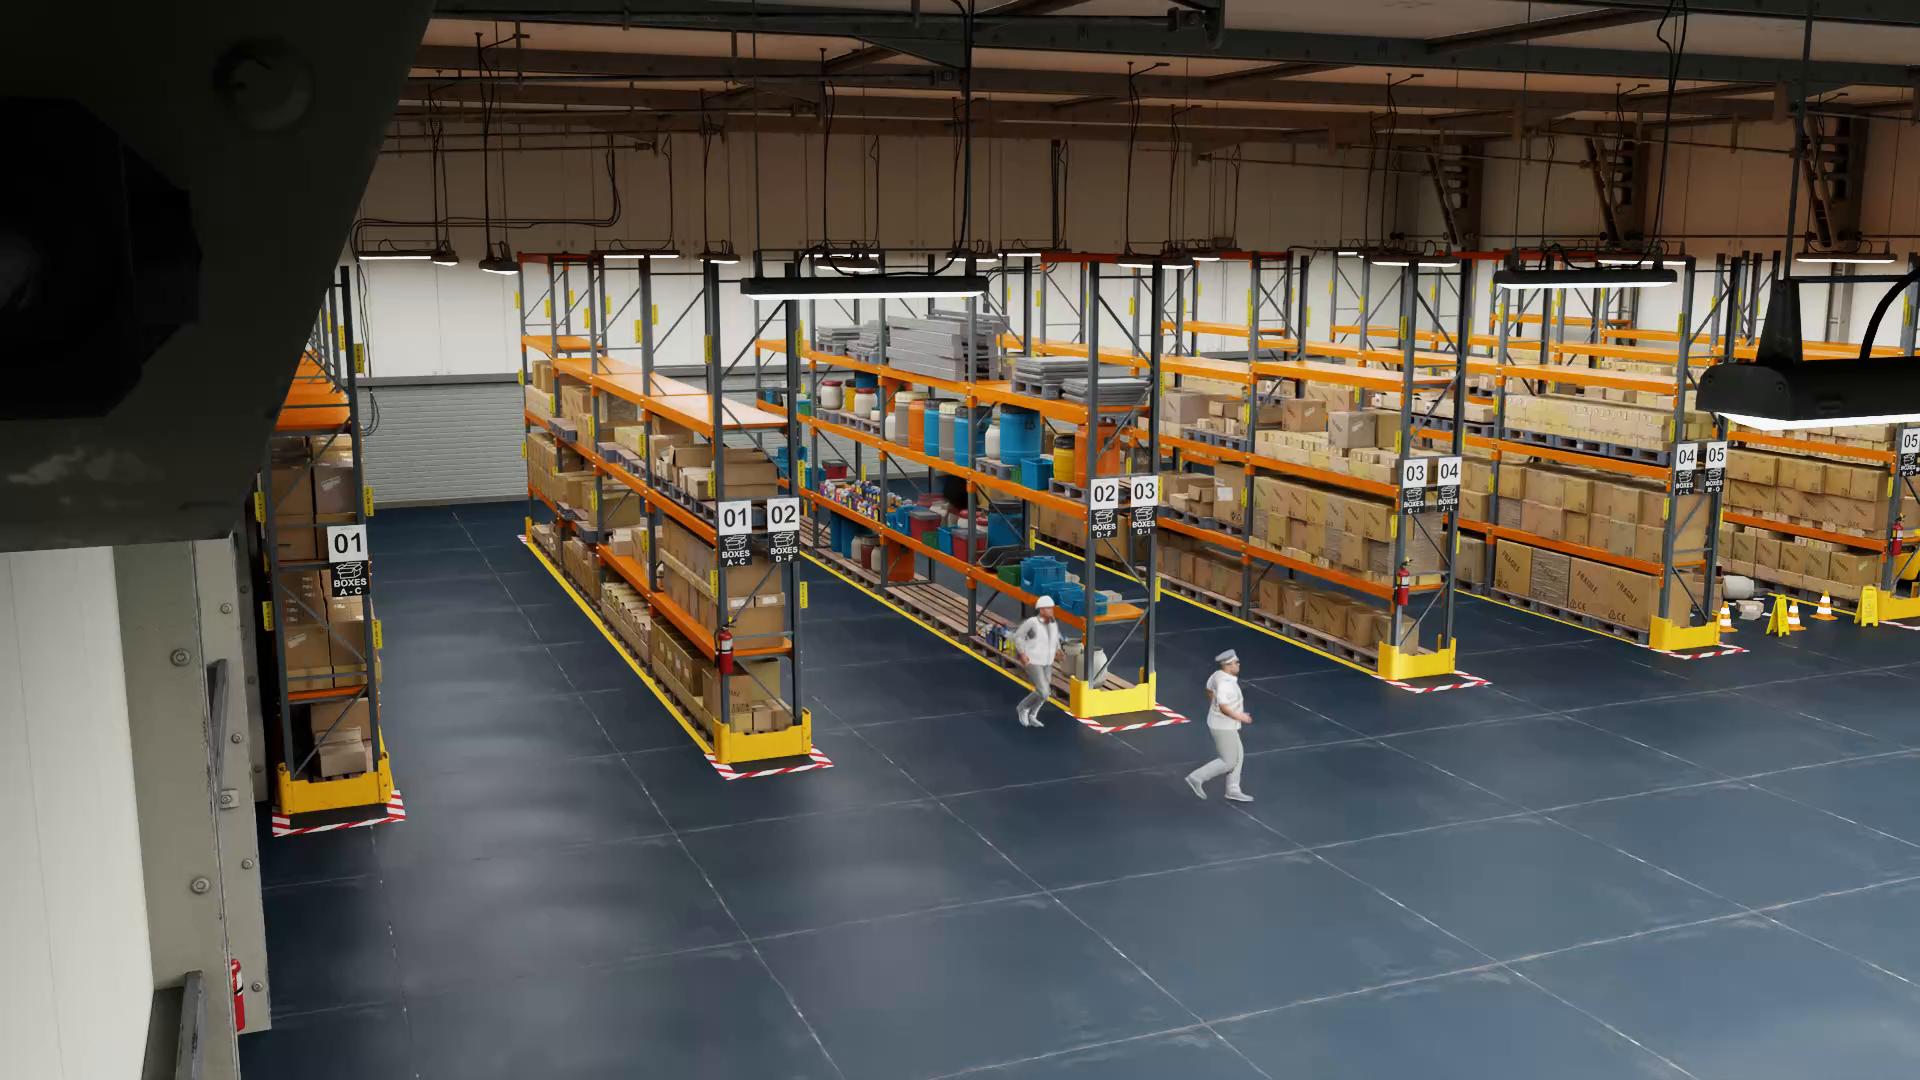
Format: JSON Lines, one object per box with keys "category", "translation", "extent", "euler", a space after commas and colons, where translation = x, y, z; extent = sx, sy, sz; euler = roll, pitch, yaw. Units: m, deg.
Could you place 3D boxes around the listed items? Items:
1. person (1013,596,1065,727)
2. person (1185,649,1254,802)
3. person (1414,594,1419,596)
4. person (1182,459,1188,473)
{"category": "person", "translation": [1.048, 1.594, 21.549], "extent": [0.597, 1.743, 0.607], "euler": [-10, 14, -43]}
{"category": "person", "translation": [2.940, 2.095, 18.739], "extent": [0.794, 1.786, 0.689], "euler": [0, 10, 2]}
{"category": "person", "translation": [8.182, 0.163, 29.455], "extent": [0.587, 1.669, 0.647], "euler": [-6, 12, -32]}
{"category": "person", "translation": [5.627, -2.058, 41.701], "extent": [0.541, 1.650, 0.690], "euler": [7, 13, 34]}
